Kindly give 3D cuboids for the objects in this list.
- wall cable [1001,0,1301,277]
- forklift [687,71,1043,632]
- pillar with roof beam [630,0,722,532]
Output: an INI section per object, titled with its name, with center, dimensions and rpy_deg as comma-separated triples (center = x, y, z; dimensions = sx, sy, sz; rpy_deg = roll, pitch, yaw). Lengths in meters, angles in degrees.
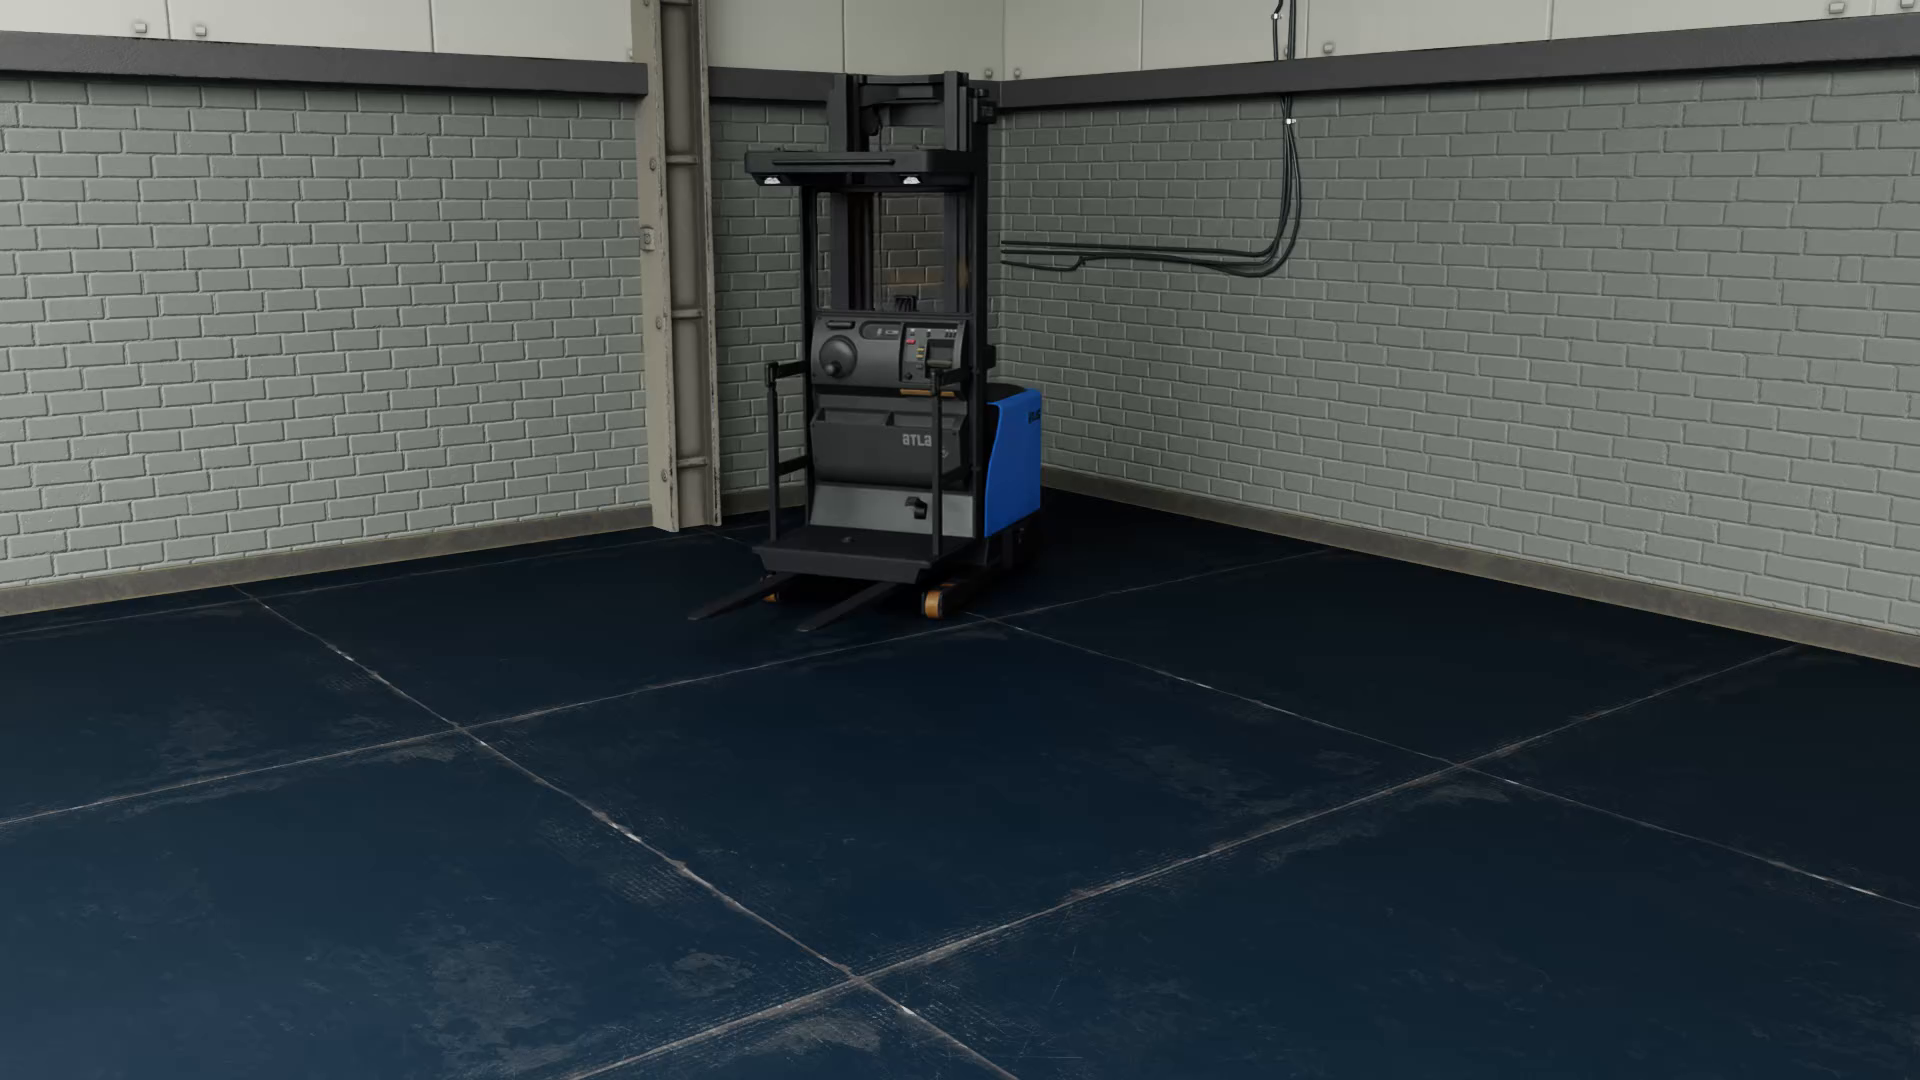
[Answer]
[wall cable]
center = 1.216, -3.155, 11.796
dimensions = 0.112, 2.526, 3.097
rpy_deg = -9, 15, -38
[forklift]
center = -0.486, -1.096, 9.232
dimensions = 1.130, 2.935, 3.031
rpy_deg = 5, 13, 21
[pillar with roof beam]
center = 0.779, -3.808, 7.395
dimensions = 0.400, 9.000, 9.100
rpy_deg = -9, 15, -38
